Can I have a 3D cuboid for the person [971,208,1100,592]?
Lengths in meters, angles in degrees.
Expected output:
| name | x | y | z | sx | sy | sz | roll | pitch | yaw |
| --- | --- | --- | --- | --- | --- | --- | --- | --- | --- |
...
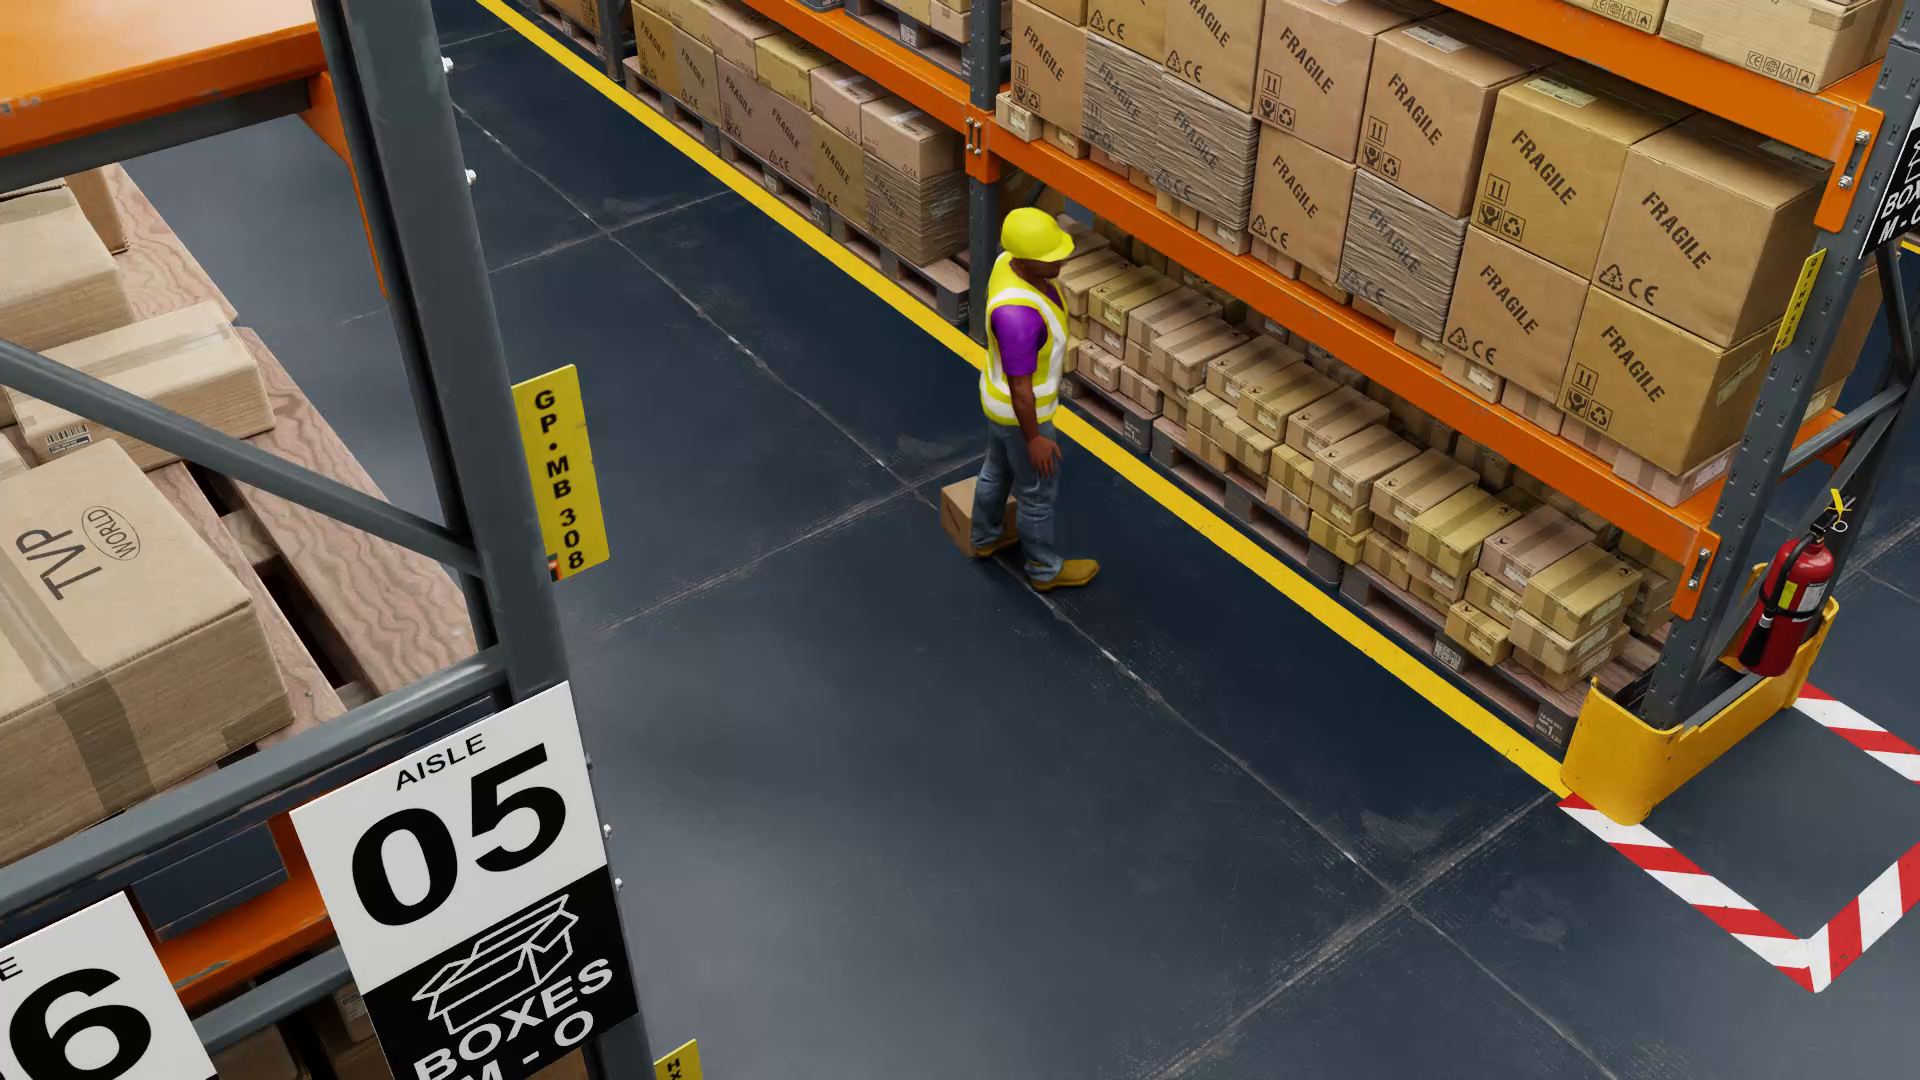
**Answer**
| name | x | y | z | sx | sy | sz | roll | pitch | yaw |
| --- | --- | --- | --- | --- | --- | --- | --- | --- | --- |
| person | 0.326 | -0.555 | 6.759 | 0.560 | 1.763 | 0.651 | -2 | 40 | -2 |
